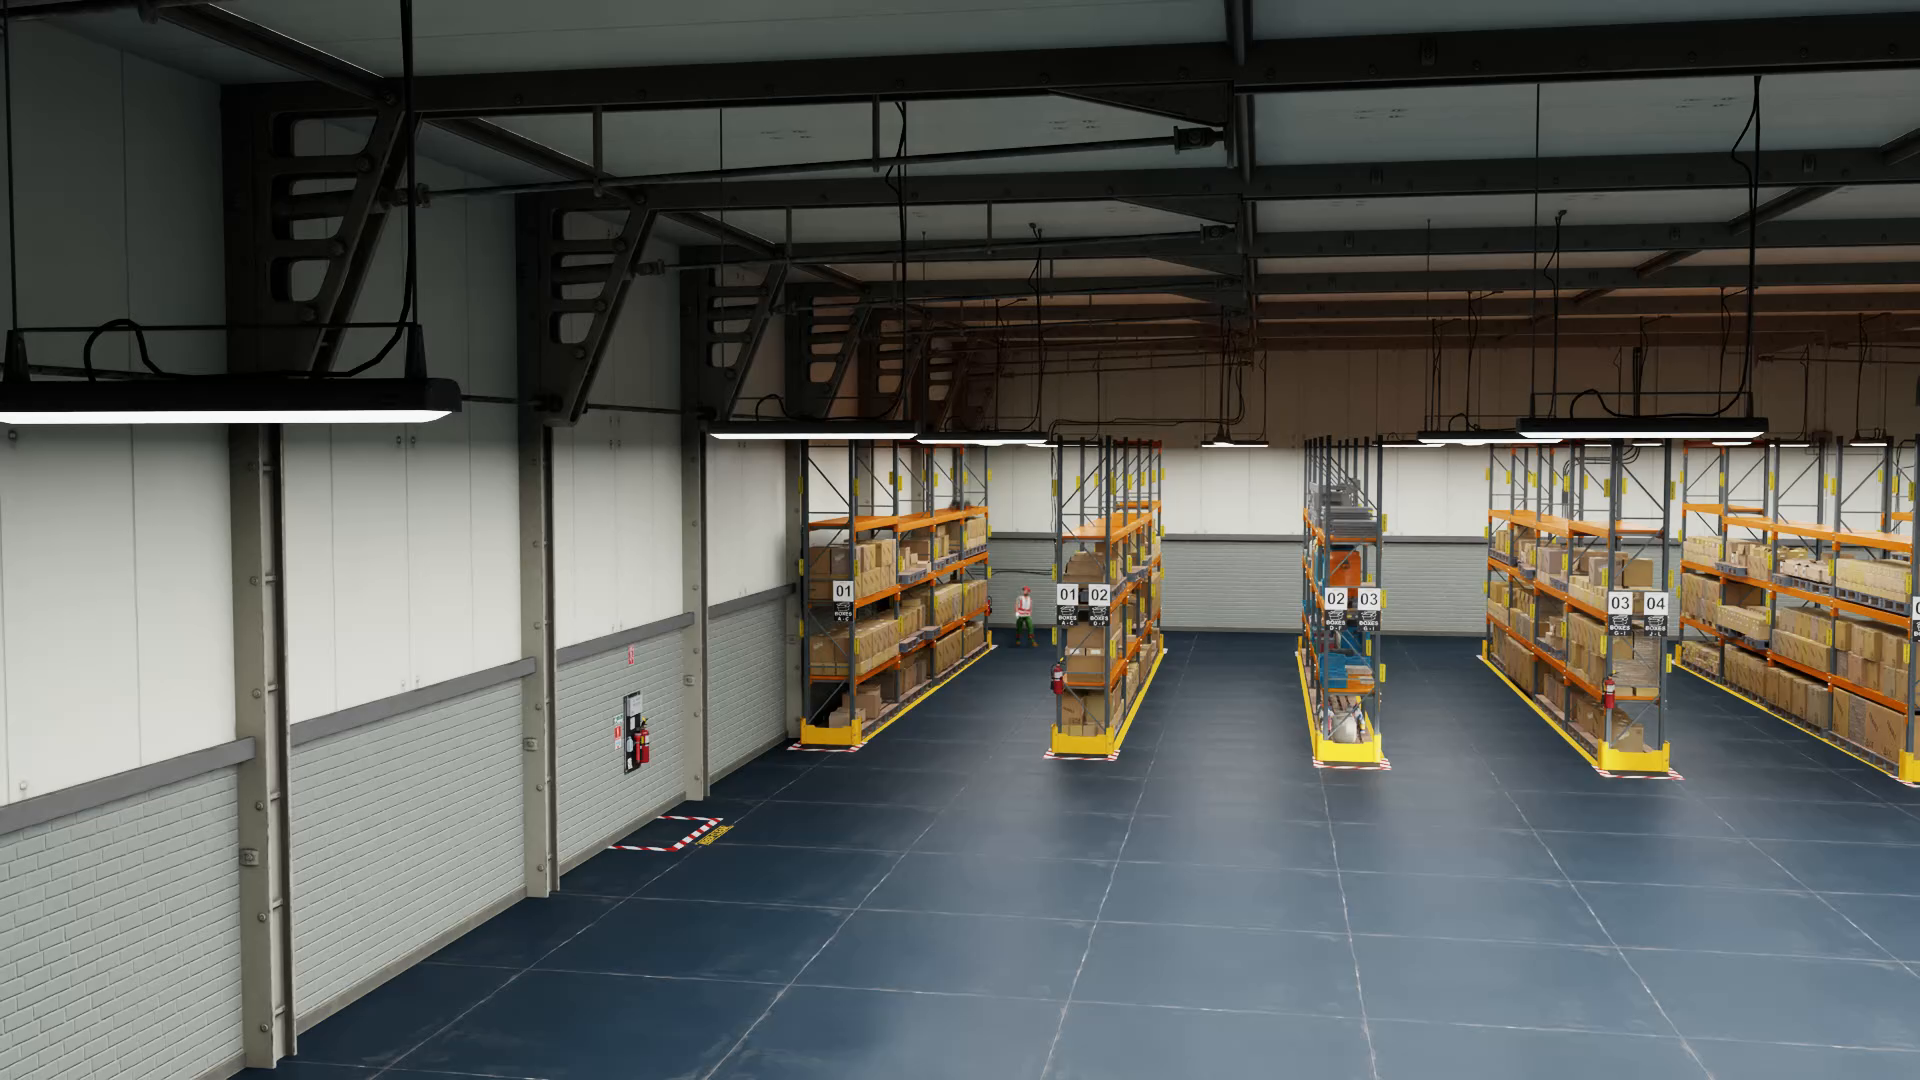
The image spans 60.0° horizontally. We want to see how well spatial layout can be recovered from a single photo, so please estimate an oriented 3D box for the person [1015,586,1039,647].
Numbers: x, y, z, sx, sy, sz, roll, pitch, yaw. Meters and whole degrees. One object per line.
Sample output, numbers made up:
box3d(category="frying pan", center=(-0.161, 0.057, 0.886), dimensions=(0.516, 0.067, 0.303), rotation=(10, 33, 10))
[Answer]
box3d(category="person", center=(1.875, 2.225, 48.257), dimensions=(0.625, 1.726, 0.925), rotation=(-1, 3, -20))
